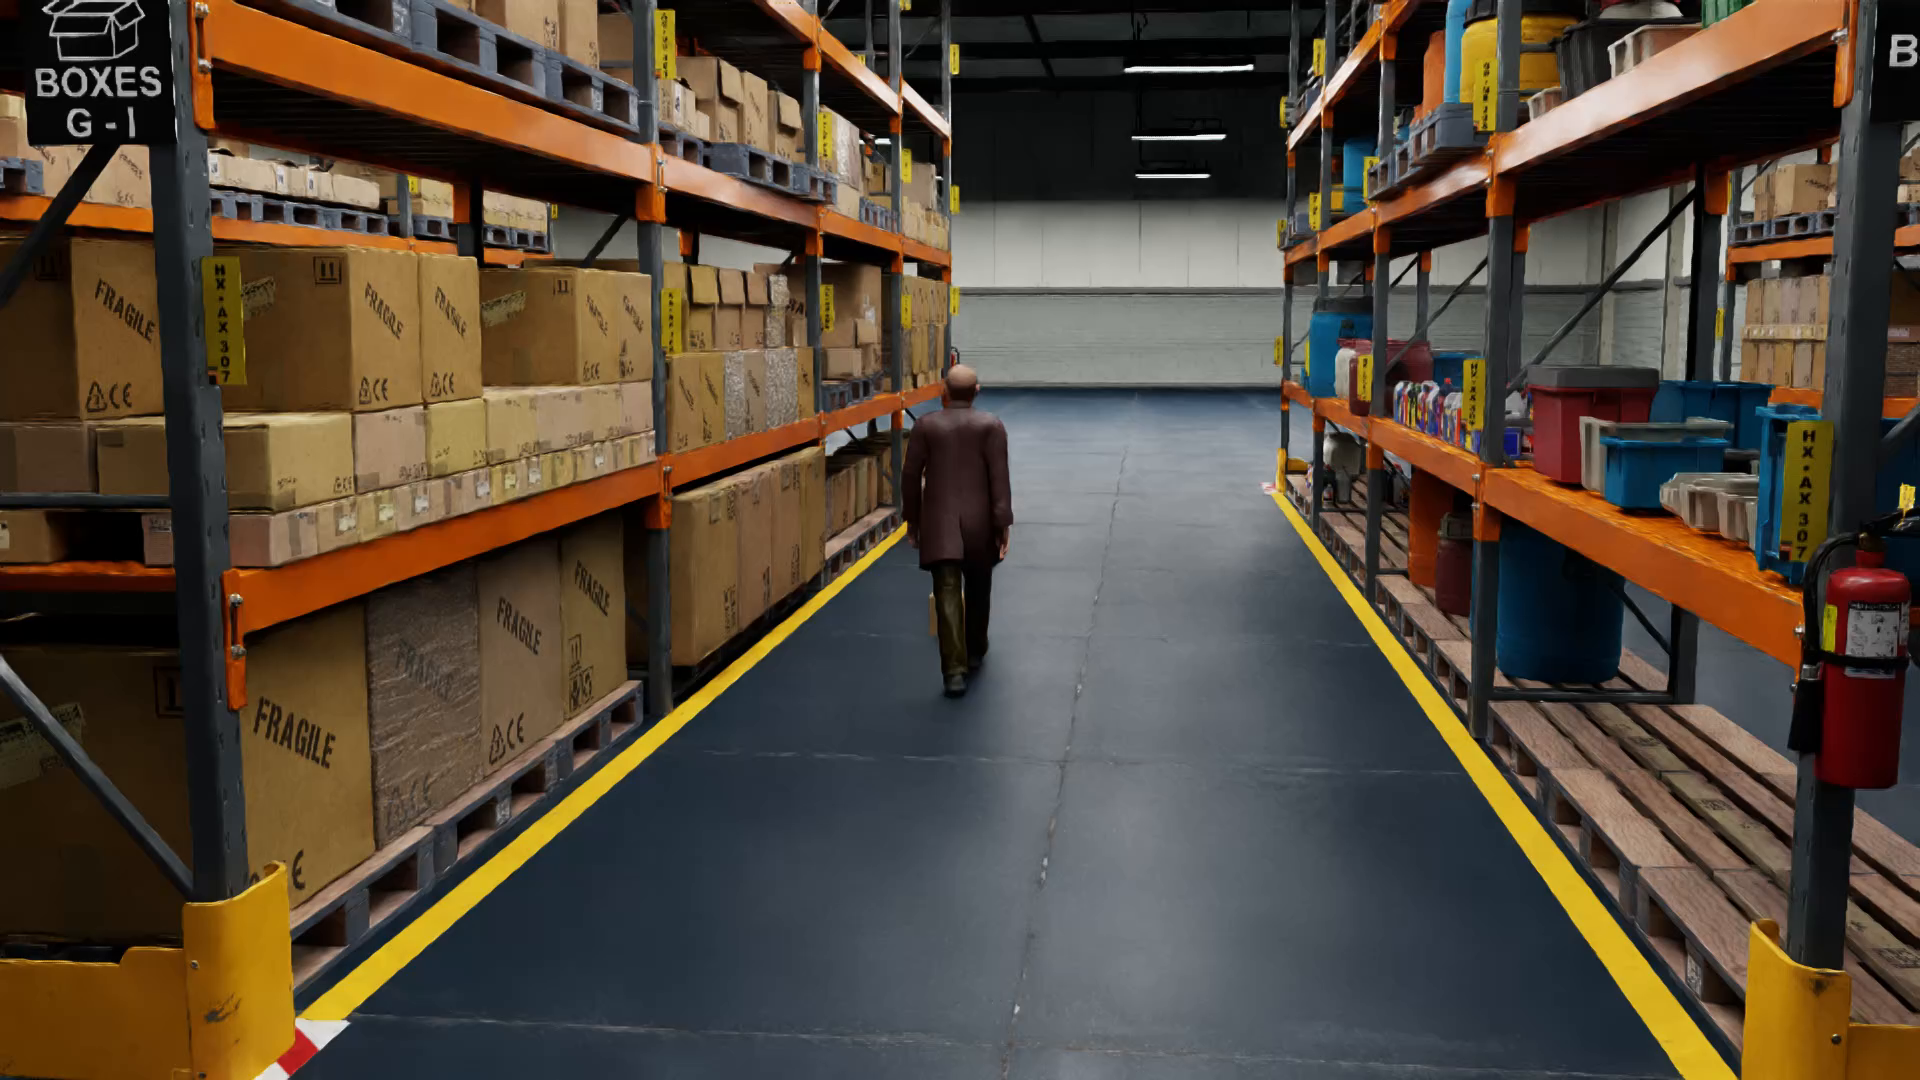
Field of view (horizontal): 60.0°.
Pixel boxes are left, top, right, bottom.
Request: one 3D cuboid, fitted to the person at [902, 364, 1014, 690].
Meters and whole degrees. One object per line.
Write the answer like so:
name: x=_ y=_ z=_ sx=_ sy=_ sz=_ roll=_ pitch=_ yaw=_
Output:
person: x=-0.019 y=-0.109 z=9.188 sx=0.607 sy=1.723 sz=1.046 roll=0 pitch=7 yaw=-1
